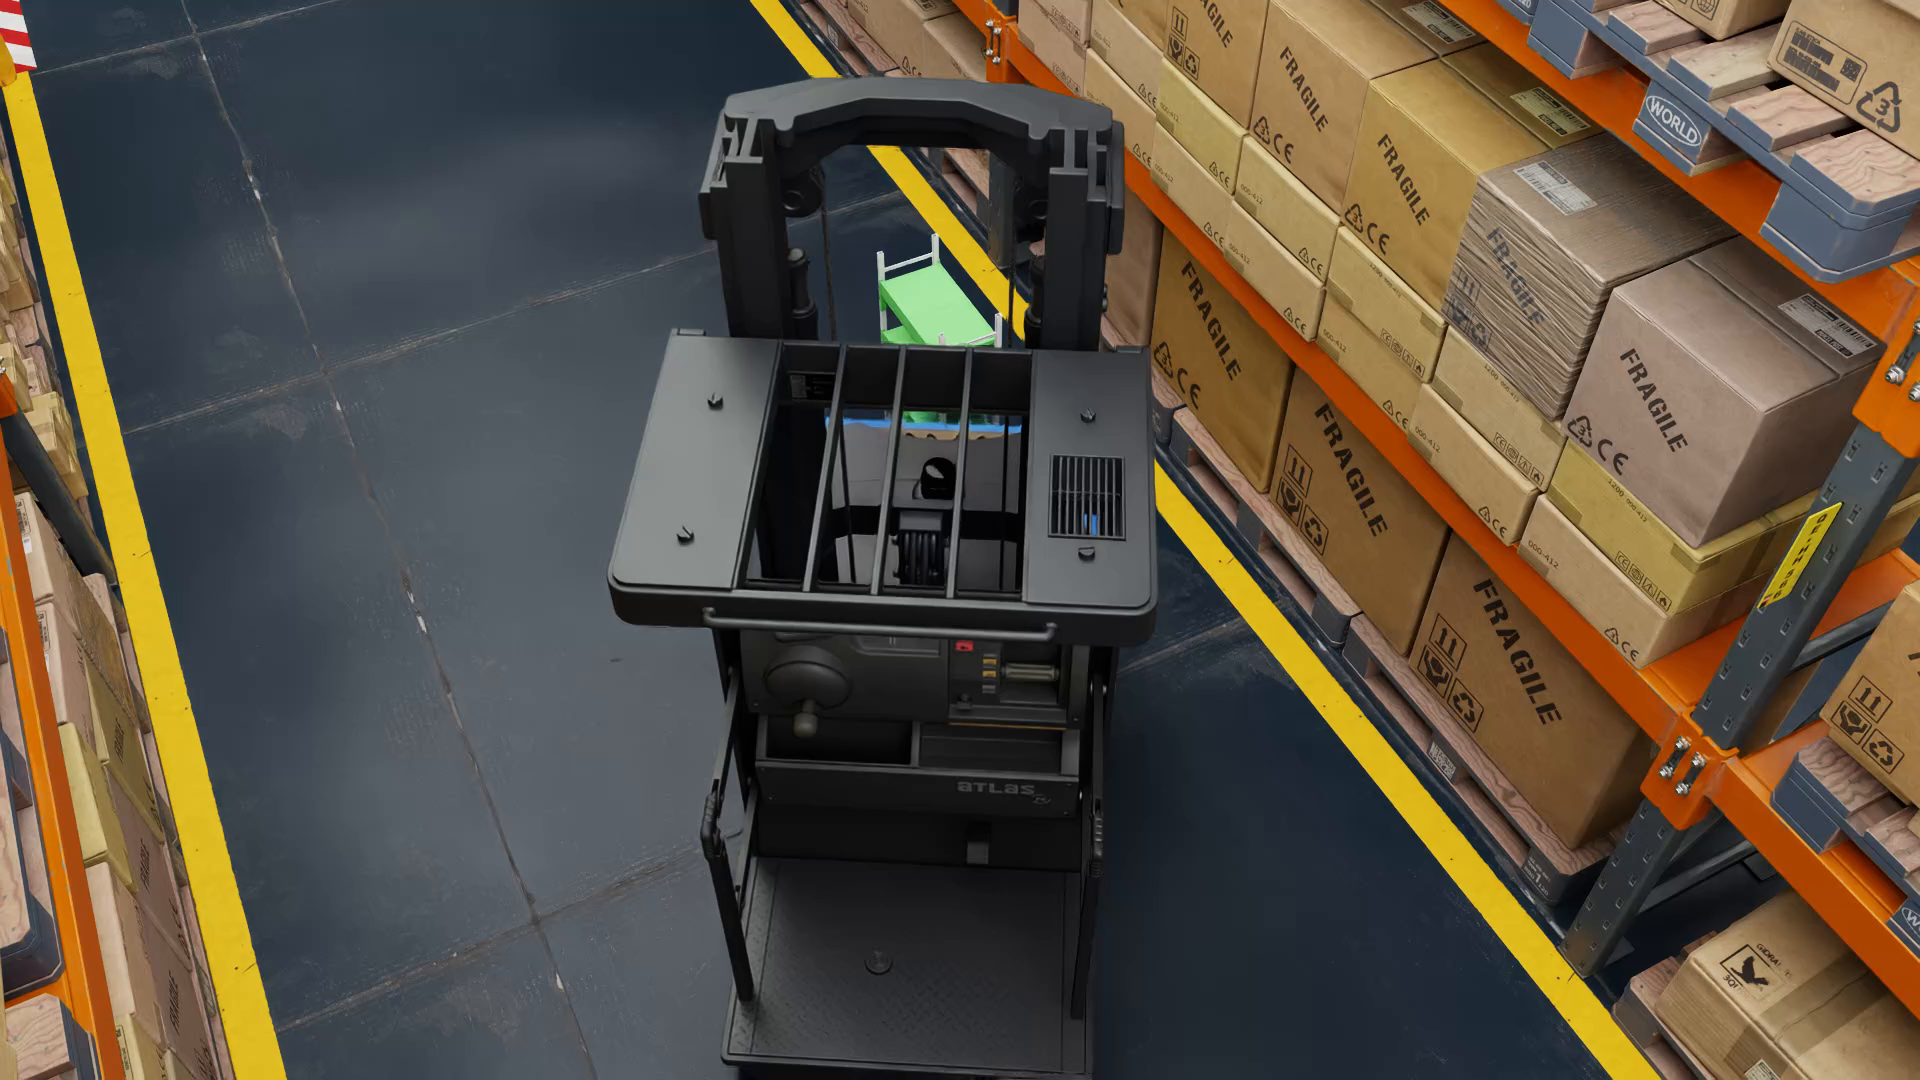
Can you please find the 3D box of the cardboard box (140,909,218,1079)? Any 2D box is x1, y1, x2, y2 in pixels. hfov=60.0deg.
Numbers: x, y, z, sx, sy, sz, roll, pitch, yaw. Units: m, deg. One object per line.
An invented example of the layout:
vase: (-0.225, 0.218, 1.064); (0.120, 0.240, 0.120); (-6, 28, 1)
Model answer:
cardboard box: (-2.493, 1.446, 4.766); (0.500, 0.500, 0.500); (-22, 53, -18)

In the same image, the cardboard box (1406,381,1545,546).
cardboard box: (1.721, -0.309, 5.019); (0.500, 0.250, 0.500); (-20, 52, -17)

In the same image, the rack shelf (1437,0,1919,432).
rack shelf: (1.516, -1.862, 4.763); (1.077, 0.370, 4.000); (-21, 52, -18)

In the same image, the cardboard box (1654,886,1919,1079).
cardboard box: (2.681, 1.336, 4.948); (0.950, 0.372, 0.625); (-24, 53, -20)

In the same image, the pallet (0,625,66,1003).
pallet: (-2.866, 0.753, 4.119); (1.003, 0.211, 1.213); (-21, 52, -18)

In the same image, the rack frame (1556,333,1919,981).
rack frame: (2.431, 0.228, 4.451); (1.000, 3.000, 0.127); (-21, 52, -18)

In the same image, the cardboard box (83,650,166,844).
cardboard box: (-2.957, 0.760, 5.367); (0.500, 0.500, 0.500); (-22, 52, -18)

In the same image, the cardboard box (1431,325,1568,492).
cardboard box: (1.746, -0.466, 4.825); (0.500, 0.250, 0.500); (-22, 53, -18)

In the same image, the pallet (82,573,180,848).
pallet: (-3.397, 0.762, 5.836); (1.003, 0.211, 1.213); (-21, 52, -18)

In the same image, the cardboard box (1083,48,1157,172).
cardboard box: (0.806, -1.669, 6.209); (0.500, 0.250, 0.500); (-22, 52, -18)

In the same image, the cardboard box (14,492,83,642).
cardboard box: (-3.189, 0.172, 5.383); (0.500, 0.250, 0.500); (-22, 53, -18)

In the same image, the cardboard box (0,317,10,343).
cardboard box: (-4.096, -0.798, 6.765); (0.380, 0.149, 0.250); (-24, 53, -19)

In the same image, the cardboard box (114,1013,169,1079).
cardboard box: (-2.256, 1.554, 4.174); (0.500, 0.250, 0.500); (-22, 52, -18)

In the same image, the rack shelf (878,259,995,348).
rack shelf: (-0.076, -0.780, 5.975); (0.258, 0.148, 0.480); (-21, 52, -18)

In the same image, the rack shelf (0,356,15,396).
rack shelf: (-4.669, -1.779, 6.683); (1.077, 0.370, 4.000); (-21, 52, -18)

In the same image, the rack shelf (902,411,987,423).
rack shelf: (-0.076, -0.464, 6.336); (0.258, 0.148, 0.480); (-21, 52, -18)

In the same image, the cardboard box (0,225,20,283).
cardboard box: (-4.260, -1.181, 7.100); (0.380, 0.149, 0.250); (-22, 52, -18)

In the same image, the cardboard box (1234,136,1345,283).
cardboard box: (1.256, -1.149, 5.423); (0.500, 0.250, 0.500); (-23, 53, -19)

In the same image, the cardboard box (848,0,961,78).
cardboard box: (-0.001, -2.800, 8.522); (0.875, 0.438, 0.875); (-23, 53, -19)

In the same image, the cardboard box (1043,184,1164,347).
cardboard box: (0.956, -1.501, 7.095); (0.875, 0.875, 0.875); (-20, 52, -16)

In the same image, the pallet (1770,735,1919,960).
pallet: (2.852, 0.731, 4.138); (1.213, 0.211, 1.003); (-21, 52, -18)

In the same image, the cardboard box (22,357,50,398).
cardboard box: (-3.917, -0.558, 6.753); (0.380, 0.149, 0.250); (-21, 52, -18)

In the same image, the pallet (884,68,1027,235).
pallet: (0.322, -2.067, 8.311); (1.003, 0.211, 1.213); (-21, 52, -18)

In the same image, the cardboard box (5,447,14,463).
cardboard box: (-3.728, -0.374, 6.197); (0.380, 0.149, 0.250); (-19, 52, -16)

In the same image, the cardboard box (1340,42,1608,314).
cardboard box: (1.499, -1.066, 4.851); (0.500, 0.500, 0.500); (-21, 52, -17)

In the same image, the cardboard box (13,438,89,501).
cardboard box: (-3.635, -0.231, 6.467); (0.380, 0.149, 0.250); (-23, 53, -19)

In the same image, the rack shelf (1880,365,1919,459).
rack shelf: (3.346, 0.815, 2.422); (1.077, 0.370, 4.000); (-21, 52, -18)

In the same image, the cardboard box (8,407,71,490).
cardboard box: (-3.636, -0.327, 6.354); (0.380, 0.149, 0.250); (-19, 51, -16)

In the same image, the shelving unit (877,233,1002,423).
shelving unit: (-0.076, -0.506, 6.288); (0.258, 1.200, 0.503); (-21, 52, -18)

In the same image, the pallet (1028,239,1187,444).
pallet: (1.021, -1.041, 7.413); (1.003, 0.211, 1.213); (-21, 52, -18)

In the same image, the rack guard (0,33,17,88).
rack guard: (-5.550, -2.480, 8.480); (1.175, 0.500, 0.348); (-21, 52, -18)

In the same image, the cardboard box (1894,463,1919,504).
cardboard box: (2.419, -0.312, 4.690); (0.500, 0.250, 0.500); (-22, 52, -18)

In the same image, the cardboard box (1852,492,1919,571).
cardboard box: (2.431, -0.137, 4.870); (0.500, 0.250, 0.500); (-22, 52, -18)

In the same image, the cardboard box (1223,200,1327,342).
cardboard box: (1.247, -0.983, 5.609); (0.500, 0.250, 0.500); (-22, 52, -18)

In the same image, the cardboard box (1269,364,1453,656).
cardboard box: (1.785, -0.301, 6.045); (0.875, 0.875, 0.875); (-21, 52, -17)

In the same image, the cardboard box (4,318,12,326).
cardboard box: (-4.232, -0.878, 7.033); (0.380, 0.149, 0.250); (-23, 53, -19)

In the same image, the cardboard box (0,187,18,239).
cardboard box: (-4.502, -1.430, 7.515); (0.380, 0.149, 0.250); (-20, 52, -17)

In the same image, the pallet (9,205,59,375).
pallet: (-4.655, -1.014, 7.389); (1.003, 0.211, 1.213); (-21, 52, -18)

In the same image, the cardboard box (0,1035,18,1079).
cardboard box: (-2.196, 1.216, 3.475); (0.380, 0.149, 0.250); (-19, 51, -16)

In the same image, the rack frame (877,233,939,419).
rack frame: (-0.187, -0.669, 6.431); (0.240, 1.200, 0.015); (-21, 52, -18)

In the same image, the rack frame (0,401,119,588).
rack frame: (-3.754, -0.677, 5.242); (1.000, 3.000, 0.127); (-21, 52, -18)

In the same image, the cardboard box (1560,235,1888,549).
cardboard box: (1.962, -0.391, 4.261); (0.500, 0.500, 0.500); (-22, 53, -18)

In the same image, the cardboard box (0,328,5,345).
cardboard box: (-3.961, -0.732, 6.509); (0.380, 0.149, 0.250); (-22, 52, -18)

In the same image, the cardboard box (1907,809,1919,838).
cardboard box: (2.514, 0.654, 3.965); (0.380, 0.149, 0.250); (-24, 53, -20)

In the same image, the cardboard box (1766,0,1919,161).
cardboard box: (2.125, -1.133, 3.300); (0.797, 0.503, 0.637); (-24, 53, -20)

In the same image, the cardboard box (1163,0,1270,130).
cardboard box: (1.031, -1.751, 5.450); (0.500, 0.500, 0.500); (-22, 52, -18)

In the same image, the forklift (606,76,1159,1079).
forklift: (-0.131, 0.451, 4.301); (1.130, 2.935, 3.031); (3, 49, 2)

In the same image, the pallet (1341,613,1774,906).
pallet: (2.138, 0.592, 5.985); (1.003, 0.211, 1.213); (-21, 52, -18)

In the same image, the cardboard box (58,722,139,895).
cardboard box: (-2.711, 0.870, 4.773); (0.500, 0.250, 0.500); (-23, 53, -19)

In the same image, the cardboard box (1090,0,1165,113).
cardboard box: (0.815, -1.834, 6.021); (0.500, 0.250, 0.500); (-20, 52, -17)

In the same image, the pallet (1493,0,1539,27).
pallet: (1.575, -1.858, 4.407); (1.003, 0.211, 1.213); (-19, 51, -16)
